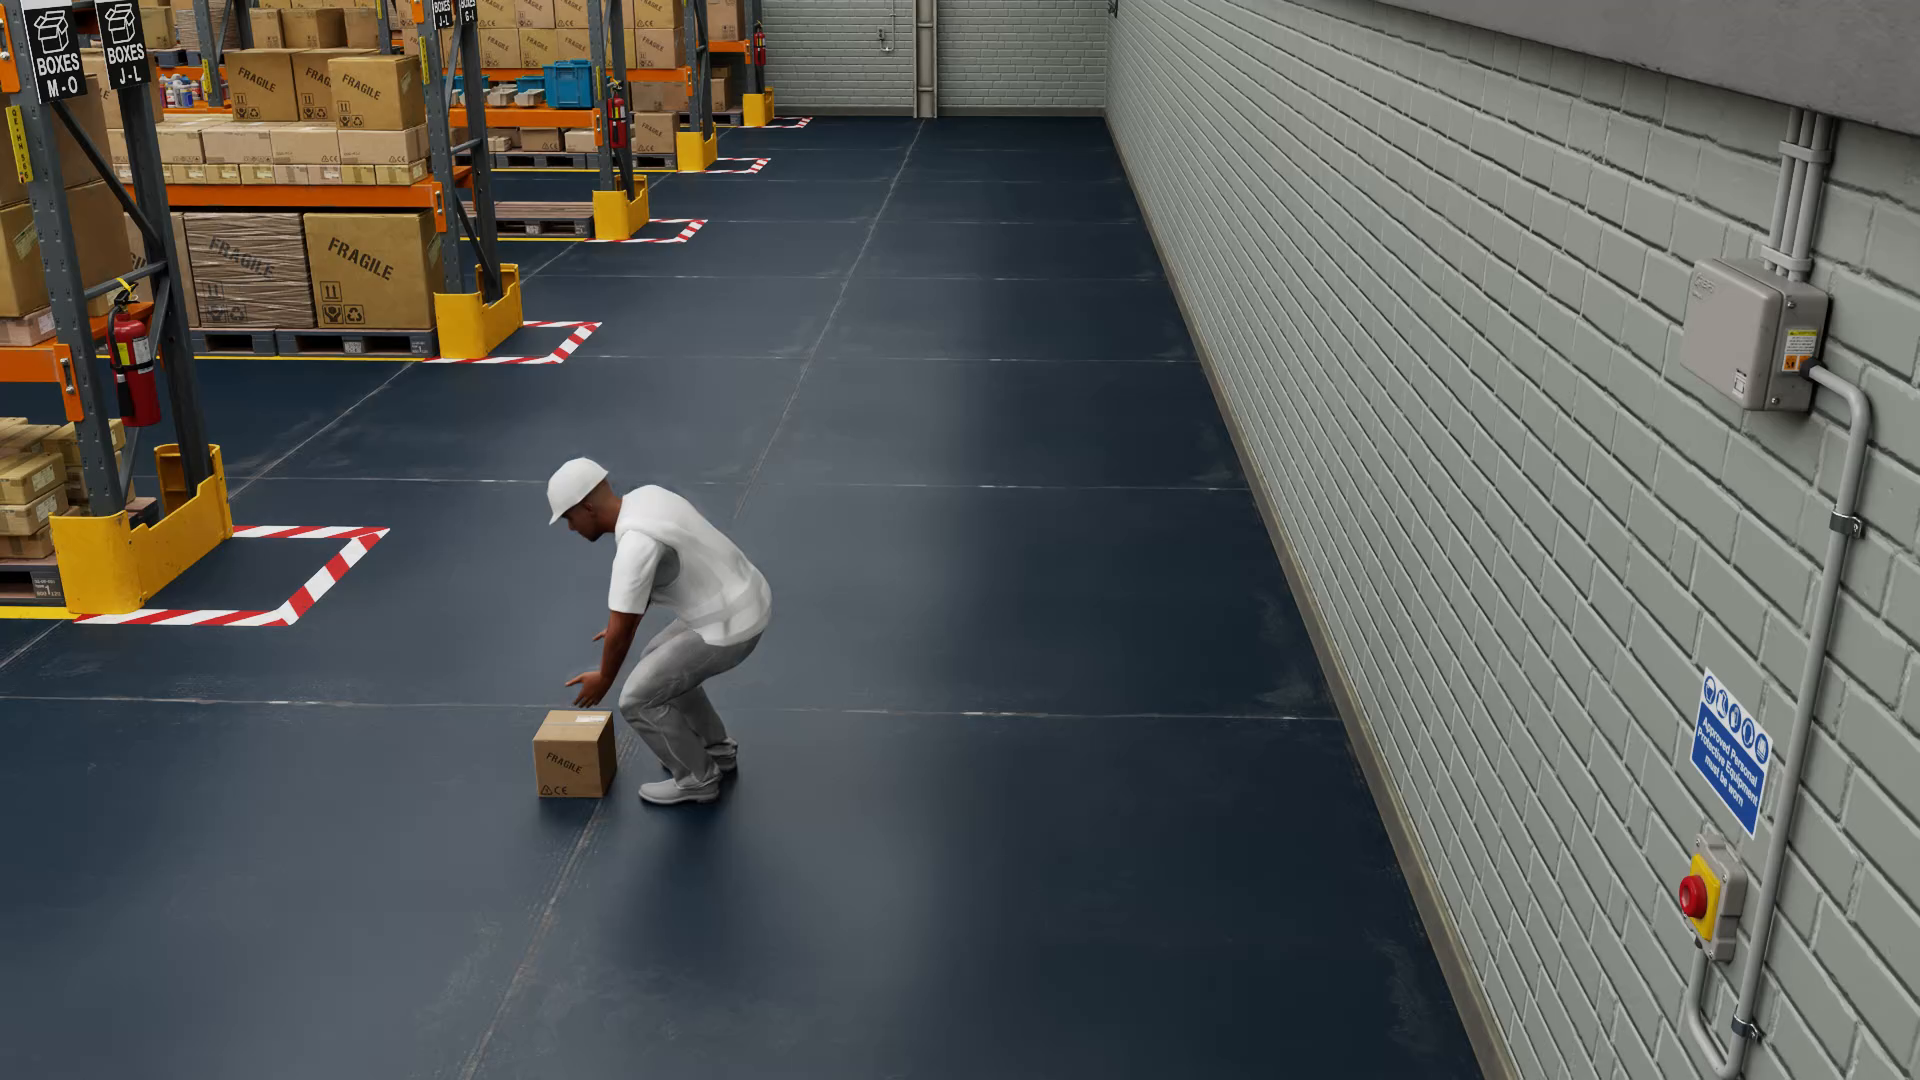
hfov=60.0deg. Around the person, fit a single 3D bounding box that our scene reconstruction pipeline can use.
[{"bbox_3d":[-1.106,0.337,6.252,0.792,1.343,0.631,1,21,2],"label":"person"}]
